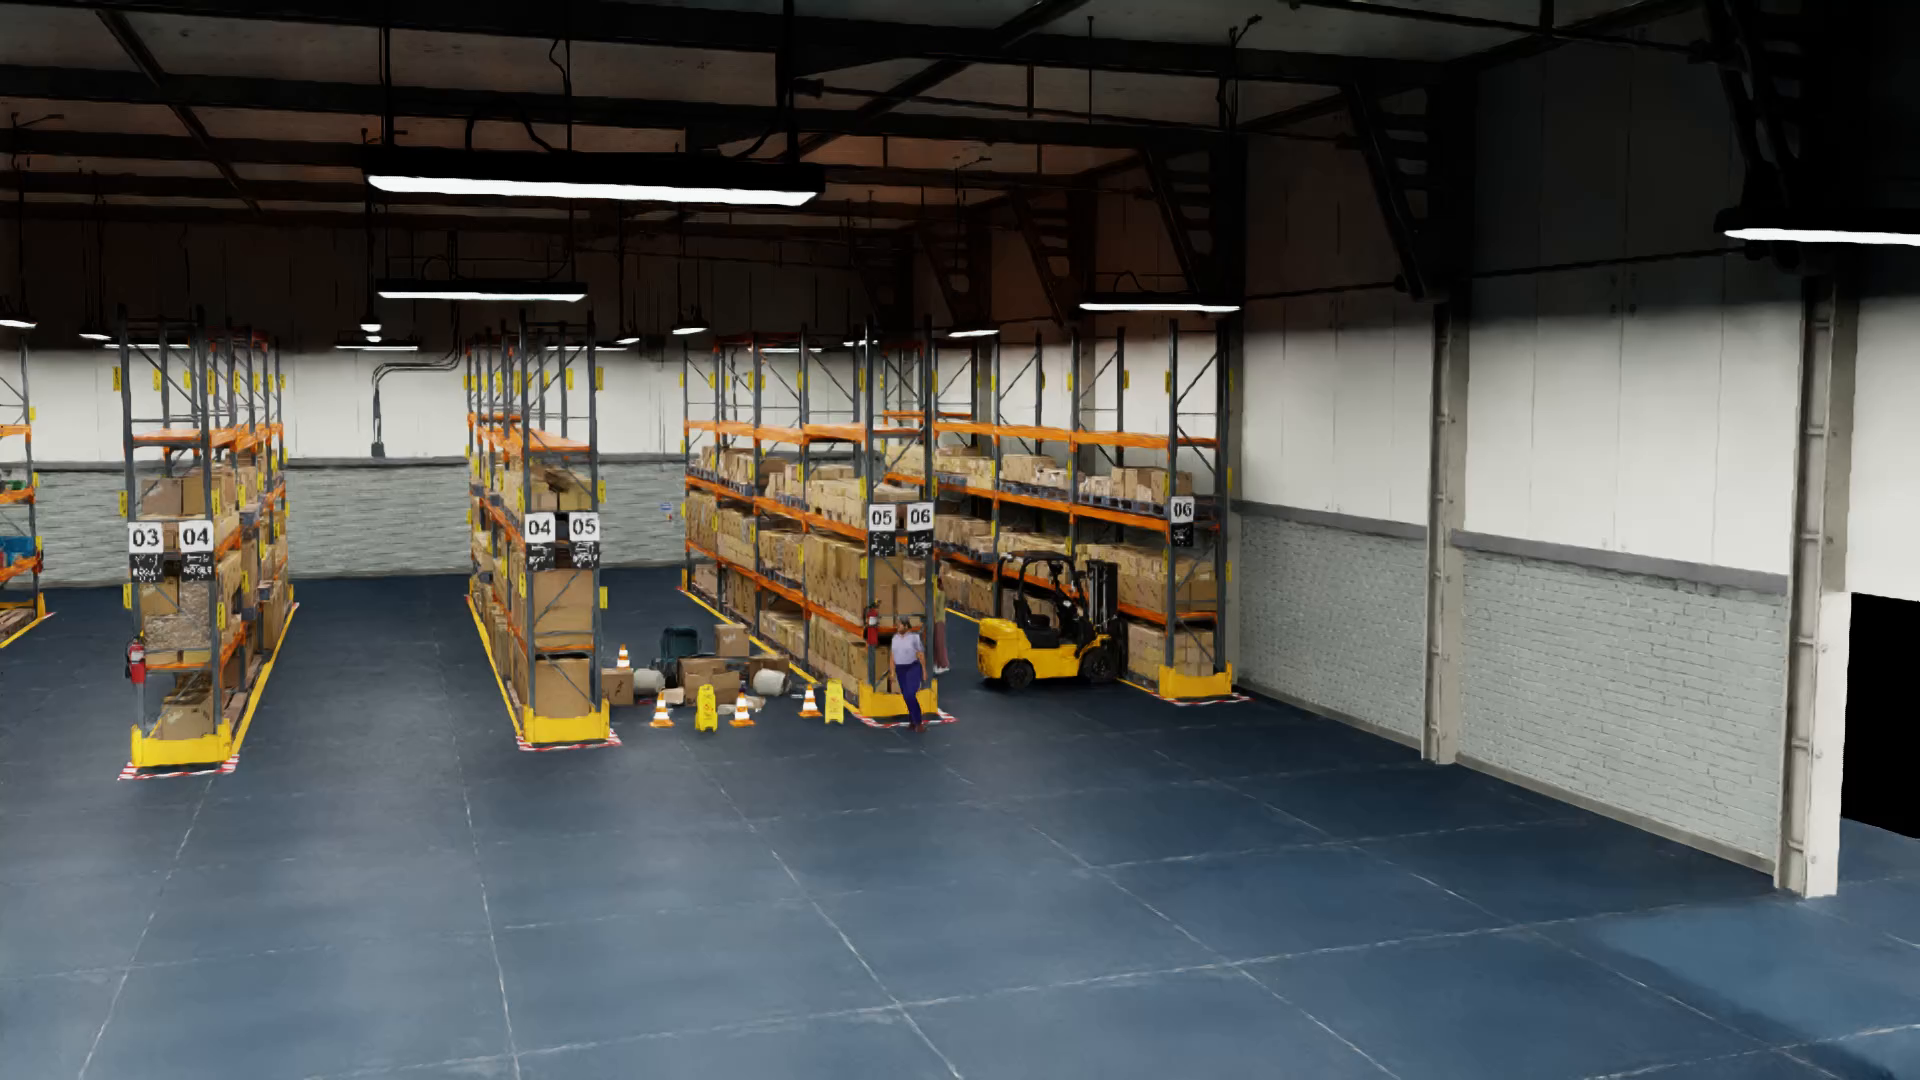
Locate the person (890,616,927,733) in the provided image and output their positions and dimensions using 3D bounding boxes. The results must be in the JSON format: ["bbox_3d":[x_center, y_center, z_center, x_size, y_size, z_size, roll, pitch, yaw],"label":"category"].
[{"bbox_3d":[-0.715,1.917,23.970,0.617,1.652,0.483,4,7,35],"label":"person"}]

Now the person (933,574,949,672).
[{"bbox_3d":[-0.436,1.424,28.809,0.569,1.668,0.560,1,6,13],"label":"person"}]
